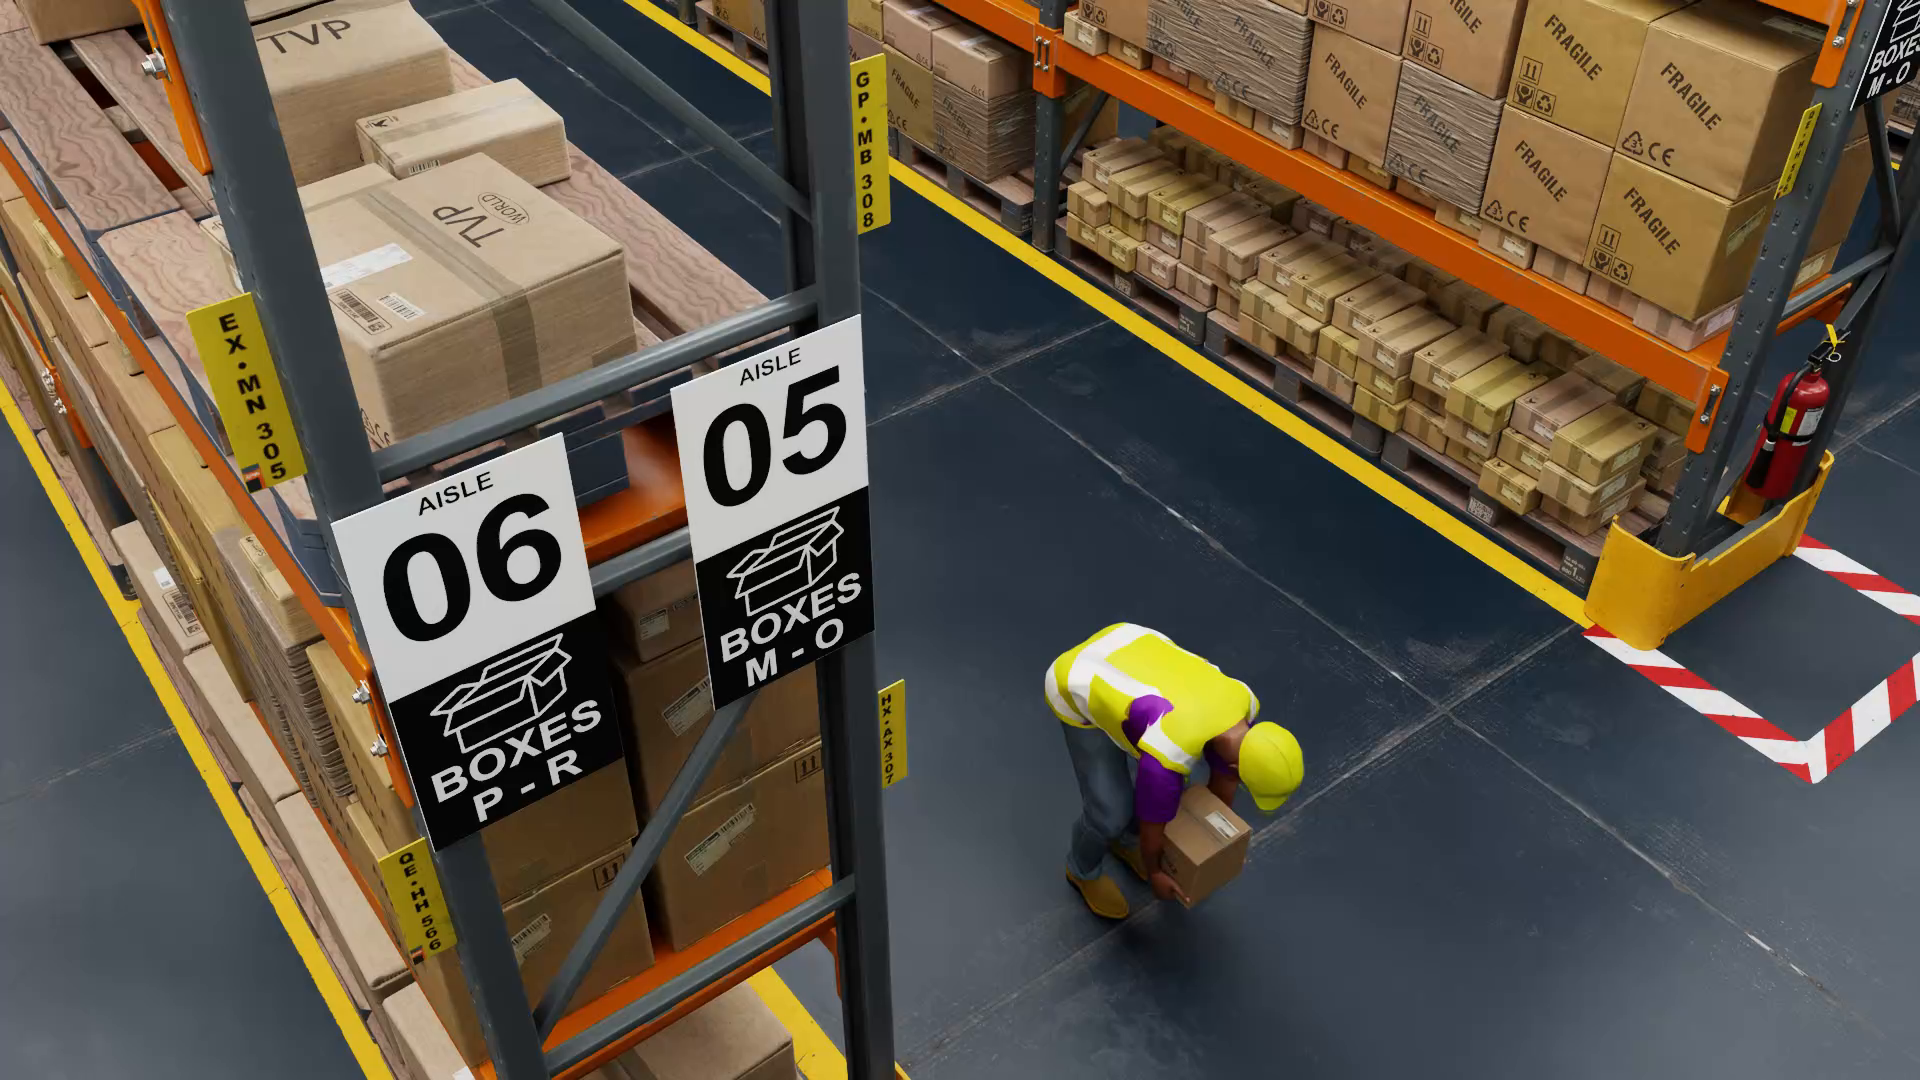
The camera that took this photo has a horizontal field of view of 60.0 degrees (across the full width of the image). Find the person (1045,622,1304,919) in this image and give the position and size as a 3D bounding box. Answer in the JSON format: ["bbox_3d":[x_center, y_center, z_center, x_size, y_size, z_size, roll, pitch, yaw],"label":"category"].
[{"bbox_3d":[0.706,0.850,5.570,0.474,1.191,0.967,-28,47,-29],"label":"person"}]
